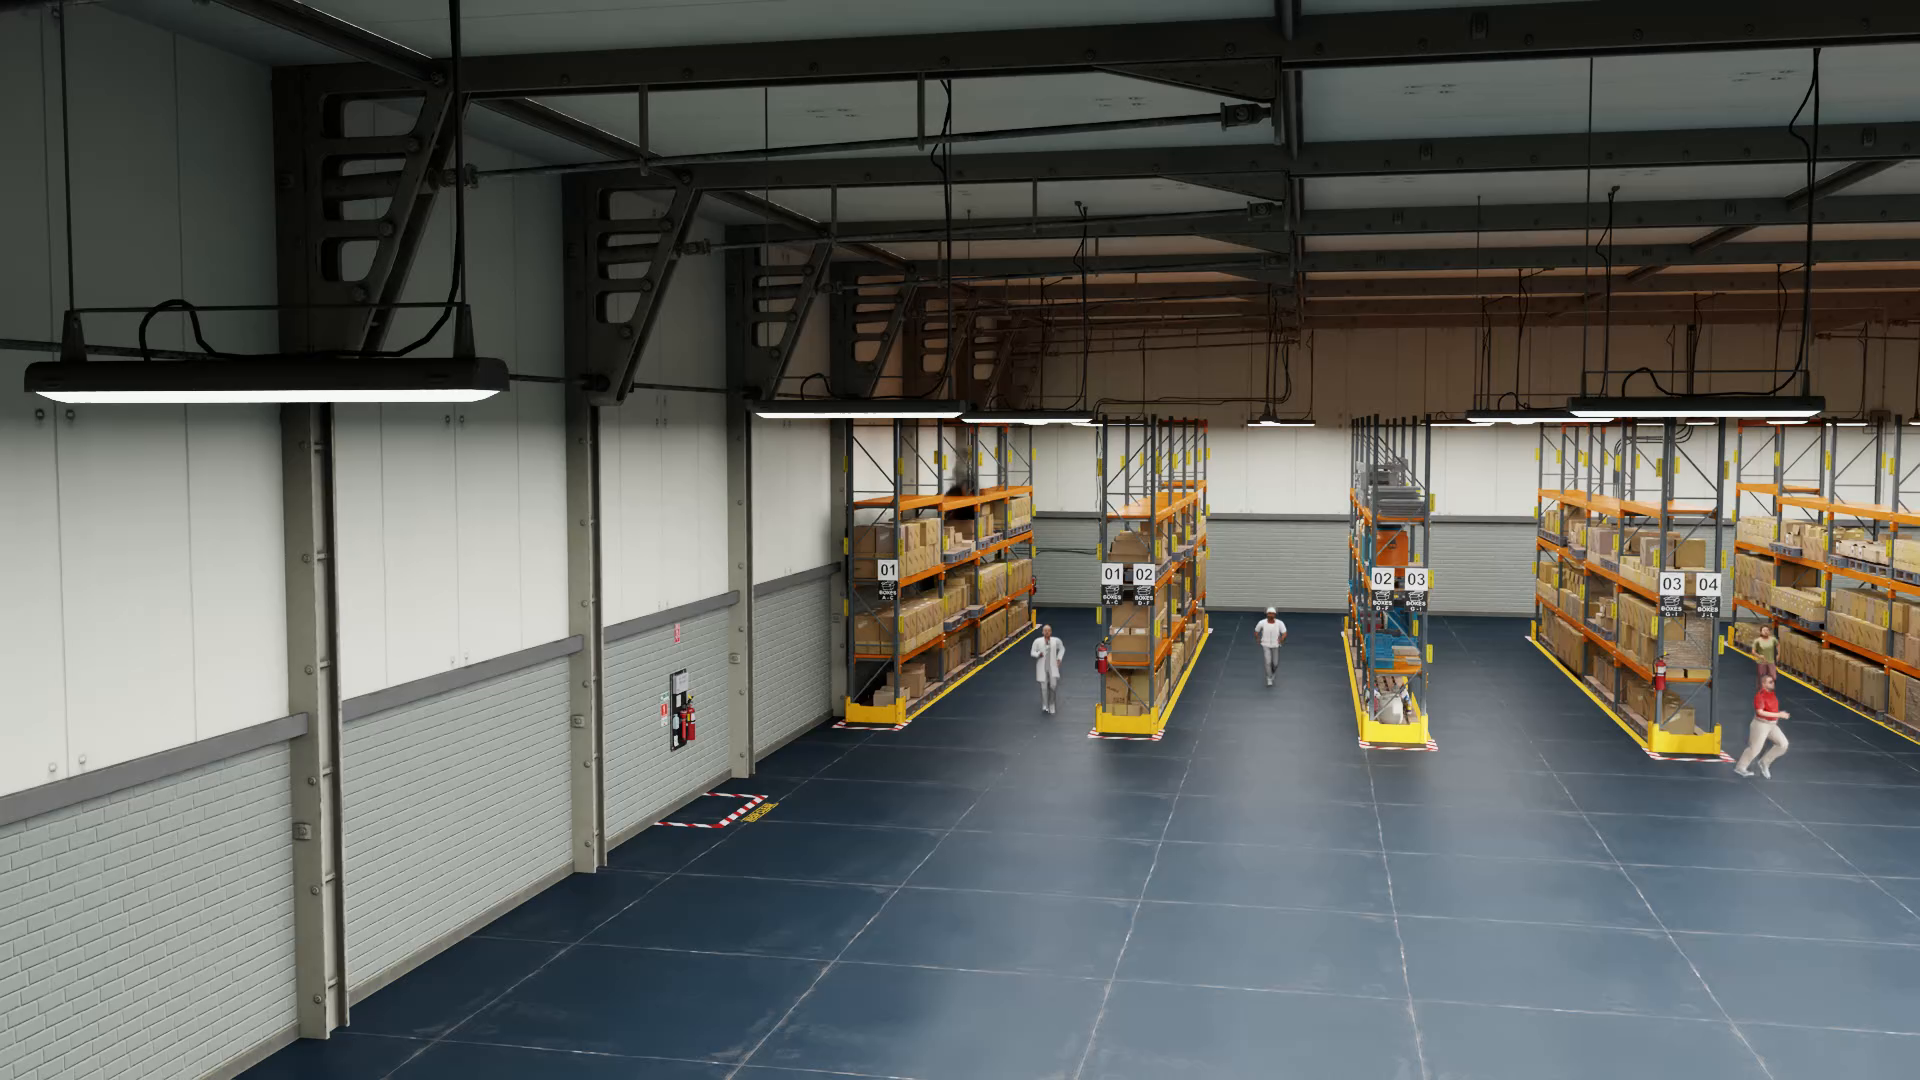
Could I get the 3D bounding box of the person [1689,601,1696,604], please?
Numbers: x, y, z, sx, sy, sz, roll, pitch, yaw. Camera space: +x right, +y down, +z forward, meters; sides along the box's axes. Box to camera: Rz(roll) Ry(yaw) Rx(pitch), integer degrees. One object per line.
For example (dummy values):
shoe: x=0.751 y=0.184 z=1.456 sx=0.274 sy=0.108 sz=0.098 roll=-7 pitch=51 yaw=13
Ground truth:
person: x=19.660 y=1.973 z=44.864 sx=0.460 sy=1.545 sz=0.610 roll=-2 pitch=4 yaw=-30

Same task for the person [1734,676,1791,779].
person: x=13.153 y=3.056 z=27.149 sx=0.668 sy=1.705 sz=0.859 roll=-3 pitch=5 yaw=-36

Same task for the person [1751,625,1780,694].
person: x=16.871 y=2.595 z=34.797 sx=0.599 sy=1.627 sz=0.667 roll=1 pitch=4 yaw=14

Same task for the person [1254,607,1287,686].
person: x=6.961 y=2.376 z=37.257 sx=0.730 sy=1.738 sz=0.715 roll=0 pitch=4 yaw=5

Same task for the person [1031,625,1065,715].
person: x=1.767 y=2.620 z=33.450 sx=0.687 sy=1.805 sz=0.734 roll=0 pitch=4 yaw=2
